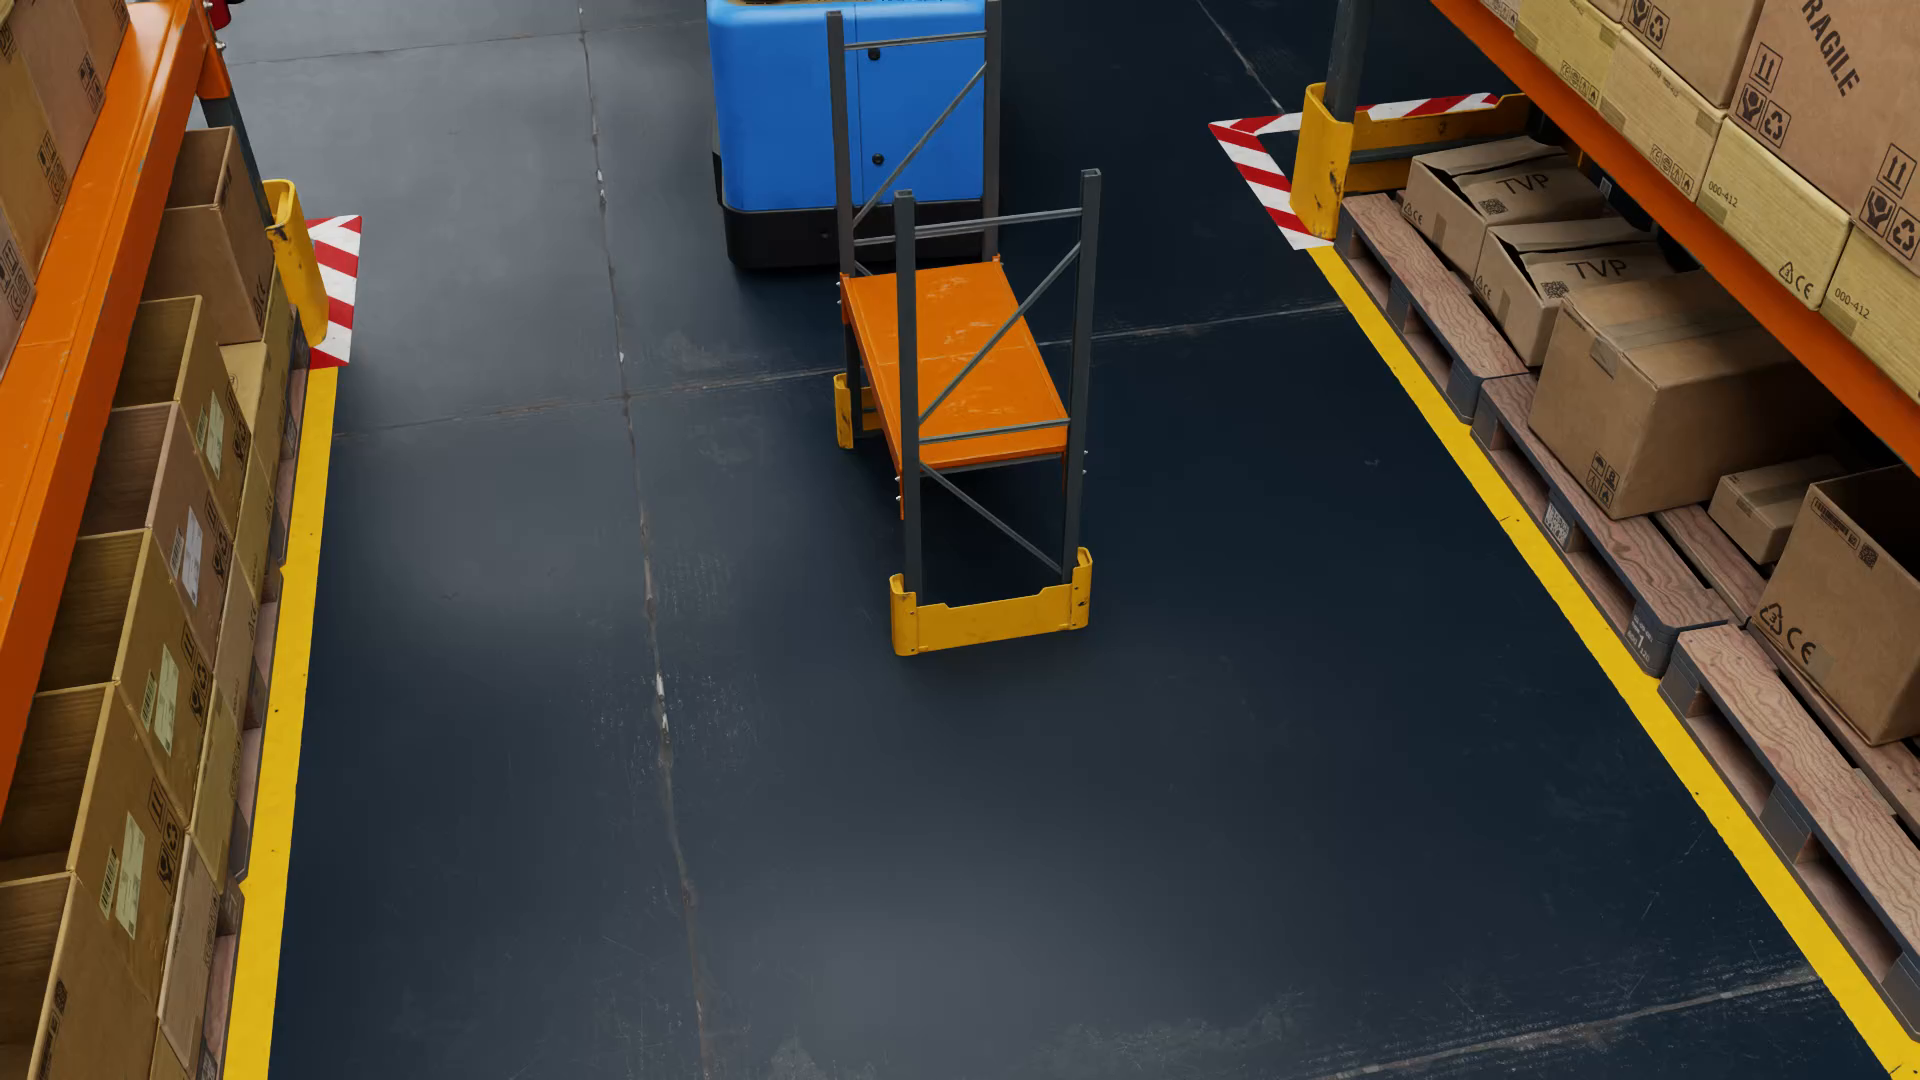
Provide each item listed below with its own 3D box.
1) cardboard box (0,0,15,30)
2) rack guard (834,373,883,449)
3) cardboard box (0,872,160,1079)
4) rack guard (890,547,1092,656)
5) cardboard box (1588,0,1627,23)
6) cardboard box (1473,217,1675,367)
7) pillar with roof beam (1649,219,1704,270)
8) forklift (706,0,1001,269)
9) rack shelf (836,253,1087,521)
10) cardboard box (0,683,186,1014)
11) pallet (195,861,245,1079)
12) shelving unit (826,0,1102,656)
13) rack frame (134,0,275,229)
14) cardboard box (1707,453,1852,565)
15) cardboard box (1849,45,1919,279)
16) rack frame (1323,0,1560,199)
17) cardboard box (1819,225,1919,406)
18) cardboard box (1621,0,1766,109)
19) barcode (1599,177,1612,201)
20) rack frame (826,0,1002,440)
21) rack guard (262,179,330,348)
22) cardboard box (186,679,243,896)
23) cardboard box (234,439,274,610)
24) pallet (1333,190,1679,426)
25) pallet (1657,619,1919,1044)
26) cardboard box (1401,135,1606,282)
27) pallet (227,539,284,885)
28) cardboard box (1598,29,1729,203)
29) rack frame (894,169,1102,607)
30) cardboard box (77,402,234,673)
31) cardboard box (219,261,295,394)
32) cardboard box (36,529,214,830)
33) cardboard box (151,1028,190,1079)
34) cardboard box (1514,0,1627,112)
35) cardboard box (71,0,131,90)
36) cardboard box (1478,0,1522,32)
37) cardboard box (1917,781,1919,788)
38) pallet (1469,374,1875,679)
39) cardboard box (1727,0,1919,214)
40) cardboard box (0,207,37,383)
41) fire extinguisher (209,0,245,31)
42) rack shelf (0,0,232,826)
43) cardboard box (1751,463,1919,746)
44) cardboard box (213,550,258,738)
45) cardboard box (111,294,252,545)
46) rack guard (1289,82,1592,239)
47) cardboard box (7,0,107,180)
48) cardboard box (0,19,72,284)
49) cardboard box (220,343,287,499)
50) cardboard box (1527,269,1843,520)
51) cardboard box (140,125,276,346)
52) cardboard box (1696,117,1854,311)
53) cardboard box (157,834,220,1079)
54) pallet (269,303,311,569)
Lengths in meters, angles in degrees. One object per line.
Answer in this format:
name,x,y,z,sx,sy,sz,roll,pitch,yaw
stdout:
cardboard box,-2.420,-1.228,3.810,0.380,0.149,0.250,-7,42,-8
rack guard,-0.124,-0.466,5.586,0.587,0.250,0.087,-8,42,-9
cardboard box,-1.842,1.001,3.053,0.500,0.500,0.500,-8,42,-9
rack guard,0.091,0.180,4.859,0.587,0.250,0.087,-8,42,-9
cardboard box,1.937,-1.771,4.519,0.500,0.500,0.500,-10,42,-11
cardboard box,2.110,-0.877,5.673,0.500,0.311,0.500,-5,42,-6
pillar with roof beam,-1.283,-3.846,2.804,9.100,9.000,0.400,-8,42,-9
forklift,-0.519,-3.100,6.534,1.130,2.935,3.031,-4,42,-5
rack shelf,-0.018,-0.482,4.934,0.538,0.185,1.000,-8,42,-9
cardboard box,-1.958,0.678,3.417,0.500,0.500,0.500,-8,42,-9
pallet,-2.178,1.277,3.652,1.003,0.211,1.213,-8,42,-9
shelving unit,-0.016,-0.610,4.808,0.587,1.500,1.083,-8,42,-9
rack frame,-2.911,-1.837,5.060,1.000,3.000,0.127,-8,42,-9
cardboard box,2.463,-0.094,4.913,0.380,0.149,0.250,-12,43,-13
cardboard box,2.271,-0.773,3.395,0.500,0.500,0.500,-9,42,-10
rack frame,1.925,-2.549,5.862,1.000,3.000,0.127,-8,42,-9
cardboard box,2.291,-0.496,3.647,0.500,0.250,0.500,-8,42,-9
cardboard box,2.060,-1.438,4.144,0.500,0.500,0.500,-7,42,-8
barcode,2.381,-1.296,6.137,0.001,0.075,0.075,-8,42,-9
rack frame,-0.128,-0.946,5.186,0.500,1.500,0.032,-8,42,-9
rack guard,-2.916,-0.918,5.907,1.175,0.500,0.348,-8,42,-9
cardboard box,-2.058,0.633,4.032,0.500,0.250,0.500,-8,42,-9
cardboard box,-2.277,-0.014,4.762,0.500,0.250,0.500,-8,42,-9
pallet,2.082,-0.926,6.134,1.003,0.211,1.213,-8,42,-9
pallet,2.609,0.656,4.352,1.003,0.211,1.213,-8,42,-9
cardboard box,1.987,-1.247,6.089,0.500,0.311,0.500,-13,43,-14
pallet,-2.445,0.485,4.545,1.003,0.211,1.213,-8,42,-9
cardboard box,2.057,-1.145,4.379,0.500,0.250,0.500,-8,42,-9
rack frame,0.091,-0.287,4.443,0.500,1.500,0.032,-8,42,-9
cardboard box,-2.168,0.029,4.148,0.500,0.500,0.500,-8,42,-9
cardboard box,-2.507,-0.661,5.490,0.500,0.250,0.500,-8,42,-9
cardboard box,-2.058,0.353,3.783,0.500,0.500,0.500,-8,42,-9
cardboard box,-1.852,1.283,3.300,0.500,0.250,0.500,-8,42,-9
cardboard box,1.951,-1.473,4.748,0.500,0.250,0.500,-9,42,-10
cardboard box,-2.823,-1.570,4.684,0.700,0.500,0.500,-8,42,-9
cardboard box,1.846,-1.804,5.121,0.500,0.250,0.500,-10,42,-11
cardboard box,2.644,0.596,4.122,0.380,0.166,0.250,-14,43,-15
pallet,2.342,-0.136,5.245,1.003,0.211,1.213,-8,42,-9
cardboard box,2.173,-1.101,3.764,0.500,0.500,0.500,-9,42,-11
cardboard box,-2.486,-0.567,3.554,0.700,0.500,0.500,-7,42,-8
fire extinguisher,-2.483,-1.951,5.247,0.296,0.674,0.183,-8,42,-9
rack shelf,-2.479,-0.272,3.838,1.077,0.370,4.000,-8,42,-9
cardboard box,2.525,0.147,4.377,0.500,0.500,0.500,-11,43,-12
cardboard box,-2.171,0.310,4.396,0.500,0.250,0.500,-8,42,-9
cardboard box,-2.275,-0.295,4.513,0.500,0.500,0.500,-8,42,-9
rack guard,1.941,-1.565,6.637,1.175,0.500,0.348,-8,42,-9
cardboard box,-2.705,-1.230,4.301,0.700,0.500,0.500,-7,42,-8
cardboard box,-2.603,-0.908,3.938,0.700,0.500,0.500,-8,42,-9
cardboard box,-2.387,-0.338,5.126,0.500,0.250,0.500,-8,42,-9
cardboard box,2.219,-0.465,5.066,0.700,0.500,0.500,-11,43,-12
cardboard box,-2.505,-0.941,5.241,0.500,0.500,0.500,-8,42,-9
cardboard box,2.167,-0.819,4.012,0.500,0.250,0.500,-9,42,-10
cardboard box,-1.955,0.958,3.666,0.500,0.250,0.500,-8,42,-9
pallet,-2.705,-0.305,5.434,1.003,0.211,1.213,-8,42,-9
